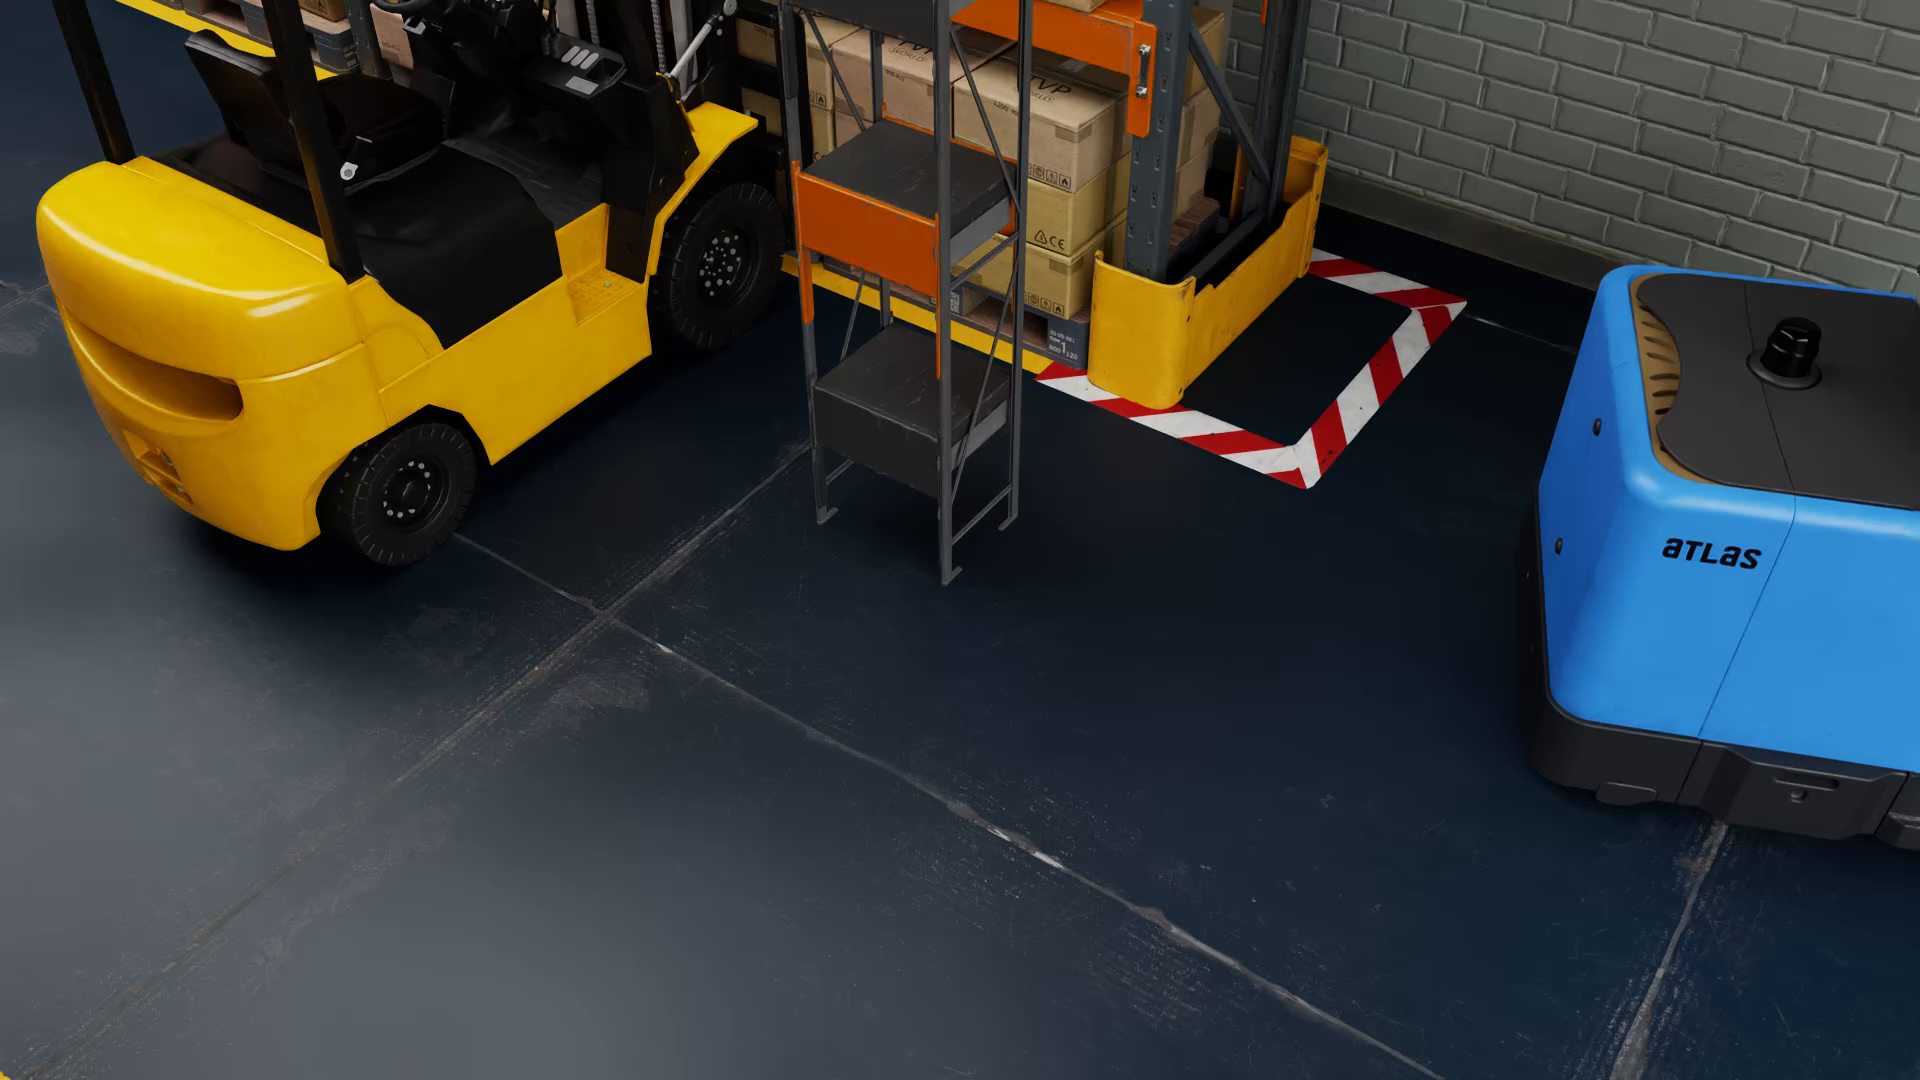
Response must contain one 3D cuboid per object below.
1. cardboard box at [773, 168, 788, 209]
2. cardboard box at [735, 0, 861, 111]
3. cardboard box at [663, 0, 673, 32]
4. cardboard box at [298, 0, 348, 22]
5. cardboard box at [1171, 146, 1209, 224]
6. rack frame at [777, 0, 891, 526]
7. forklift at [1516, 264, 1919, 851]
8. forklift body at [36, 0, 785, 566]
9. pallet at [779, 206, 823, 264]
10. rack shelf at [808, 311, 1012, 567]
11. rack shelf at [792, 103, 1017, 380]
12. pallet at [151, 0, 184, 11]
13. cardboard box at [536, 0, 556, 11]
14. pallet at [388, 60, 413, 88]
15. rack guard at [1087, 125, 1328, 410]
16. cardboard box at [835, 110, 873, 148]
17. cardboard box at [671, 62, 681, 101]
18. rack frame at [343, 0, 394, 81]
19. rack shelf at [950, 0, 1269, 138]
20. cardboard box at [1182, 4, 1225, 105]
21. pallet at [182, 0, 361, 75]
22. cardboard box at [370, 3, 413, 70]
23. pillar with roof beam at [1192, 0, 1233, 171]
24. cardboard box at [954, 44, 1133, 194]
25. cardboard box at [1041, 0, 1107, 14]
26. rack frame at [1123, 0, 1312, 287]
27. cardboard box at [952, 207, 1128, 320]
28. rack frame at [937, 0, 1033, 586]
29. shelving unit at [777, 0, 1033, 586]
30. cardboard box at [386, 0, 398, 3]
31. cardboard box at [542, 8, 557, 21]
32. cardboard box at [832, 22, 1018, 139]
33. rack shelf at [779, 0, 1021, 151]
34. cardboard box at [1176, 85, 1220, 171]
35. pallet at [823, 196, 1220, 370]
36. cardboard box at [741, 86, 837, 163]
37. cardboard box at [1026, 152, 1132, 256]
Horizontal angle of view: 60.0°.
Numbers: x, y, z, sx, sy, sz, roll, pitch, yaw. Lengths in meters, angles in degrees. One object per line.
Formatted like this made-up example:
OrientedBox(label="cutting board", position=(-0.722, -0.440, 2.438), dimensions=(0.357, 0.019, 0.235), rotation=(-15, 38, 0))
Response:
OrientedBox(label="cardboard box", position=(-0.491, -1.476, 6.397), dimensions=(0.500, 0.250, 0.500), rotation=(26, 48, 26))
OrientedBox(label="cardboard box", position=(-0.515, -1.835, 6.049), dimensions=(0.500, 0.250, 0.500), rotation=(26, 48, 26))
OrientedBox(label="cardboard box", position=(-0.926, -2.034, 6.270), dimensions=(0.500, 0.250, 0.500), rotation=(24, 47, 25))
OrientedBox(label="cardboard box", position=(-2.827, -2.942, 7.754), dimensions=(0.625, 0.625, 0.875), rotation=(27, 48, 27))
OrientedBox(label="cardboard box", position=(0.591, -1.372, 6.280), dimensions=(0.500, 0.250, 0.500), rotation=(25, 48, 25))
OrientedBox(label="rack frame", position=(-0.335, -0.939, 4.725), dimensions=(0.015, 2.100, 0.400), rotation=(25, 48, 25))
OrientedBox(label="forklift", position=(3.099, -0.525, 3.638), dimensions=(3.031, 2.935, 1.130), rotation=(8, 42, 9))
OrientedBox(label="forklift body", position=(-1.719, -1.359, 5.155), dimensions=(1.214, 2.155, 2.313), rotation=(25, 48, 25))
OrientedBox(label="pallet", position=(-0.764, -1.643, 6.928), dimensions=(1.213, 0.211, 1.003), rotation=(25, 48, 25))
OrientedBox(label="rack shelf", position=(-0.136, -0.314, 5.097), dimensions=(0.480, 0.518, 0.431), rotation=(25, 48, 25))
OrientedBox(label="rack shelf", position=(-0.136, -0.836, 4.630), dimensions=(0.480, 0.518, 0.431), rotation=(25, 48, 25))
OrientedBox(label="pallet", position=(-4.022, -3.165, 8.629), dimensions=(1.213, 0.211, 1.003), rotation=(25, 48, 25))
OrientedBox(label="cardboard box", position=(-1.351, -2.239, 6.500), dimensions=(0.500, 0.250, 0.500), rotation=(27, 48, 27))
OrientedBox(label="pallet", position=(-1.767, -2.110, 7.450), dimensions=(1.213, 0.211, 1.003), rotation=(25, 48, 25))
OrientedBox(label="rack guard", position=(0.901, -1.004, 5.997), dimensions=(0.348, 0.500, 1.175), rotation=(25, 48, 25))
OrientedBox(label="cardboard box", position=(-0.101, -1.477, 6.023), dimensions=(0.500, 0.250, 0.500), rotation=(25, 47, 25))
OrientedBox(label="cardboard box", position=(-0.944, -1.856, 6.447), dimensions=(0.500, 0.250, 0.500), rotation=(25, 47, 25))
OrientedBox(label="rack frame", position=(-2.394, -3.476, 6.886), dimensions=(0.127, 3.000, 1.000), rotation=(25, 48, 25))
OrientedBox(label="rack shelf", position=(-0.756, -2.443, 6.270), dimensions=(4.000, 0.370, 1.077), rotation=(25, 48, 25))
OrientedBox(label="cardboard box", position=(0.596, -1.737, 5.939), dimensions=(0.500, 0.250, 0.500), rotation=(24, 47, 25))
OrientedBox(label="pallet", position=(-3.019, -2.698, 8.107), dimensions=(1.213, 0.211, 1.003), rotation=(25, 48, 25))
OrientedBox(label="cardboard box", position=(-2.188, -2.242, 7.254), dimensions=(0.500, 0.250, 0.500), rotation=(26, 48, 26))
OrientedBox(label="pillar with roof beam", position=(-1.643, -2.589, 1.395), dimensions=(0.400, 9.000, 9.100), rotation=(25, 48, 25))
OrientedBox(label="cardboard box", position=(0.325, -1.455, 5.624), dimensions=(0.500, 0.250, 0.500), rotation=(27, 48, 27))
OrientedBox(label="cardboard box", position=(0.328, -2.027, 5.191), dimensions=(0.500, 0.500, 0.500), rotation=(24, 47, 24))
OrientedBox(label="rack frame", position=(0.881, -1.945, 5.174), dimensions=(0.127, 3.000, 1.000), rotation=(25, 48, 25))
OrientedBox(label="cardboard box", position=(0.315, -1.084, 5.959), dimensions=(0.500, 0.250, 0.500), rotation=(25, 48, 26))
OrientedBox(label="rack frame", position=(0.064, -0.752, 4.516), dimensions=(0.015, 2.100, 0.400), rotation=(25, 48, 25))
OrientedBox(label="shelving unit", position=(-0.136, -0.846, 4.621), dimensions=(0.503, 2.100, 0.431), rotation=(25, 48, 25))
OrientedBox(label="cardboard box", position=(-2.175, -2.441, 7.101), dimensions=(0.500, 0.250, 0.500), rotation=(25, 47, 25))
OrientedBox(label="cardboard box", position=(-1.356, -2.050, 6.664), dimensions=(0.500, 0.250, 0.500), rotation=(25, 47, 25))
OrientedBox(label="cardboard box", position=(-0.096, -1.648, 5.839), dimensions=(0.500, 0.250, 0.500), rotation=(26, 48, 26))
OrientedBox(label="rack shelf", position=(-0.135, -1.357, 4.163), dimensions=(0.480, 0.518, 0.431), rotation=(25, 48, 25))
OrientedBox(label="cardboard box", position=(0.616, -1.556, 6.112), dimensions=(0.500, 0.250, 0.500), rotation=(26, 48, 26))
OrientedBox(label="pallet", position=(0.231, -1.176, 6.406), dimensions=(1.213, 0.211, 1.003), rotation=(25, 48, 25))
OrientedBox(label="cardboard box", position=(-0.536, -1.663, 6.231), dimensions=(0.500, 0.250, 0.500), rotation=(24, 47, 24))
OrientedBox(label="cardboard box", position=(0.303, -1.279, 5.802), dimensions=(0.500, 0.250, 0.500), rotation=(24, 47, 25))
